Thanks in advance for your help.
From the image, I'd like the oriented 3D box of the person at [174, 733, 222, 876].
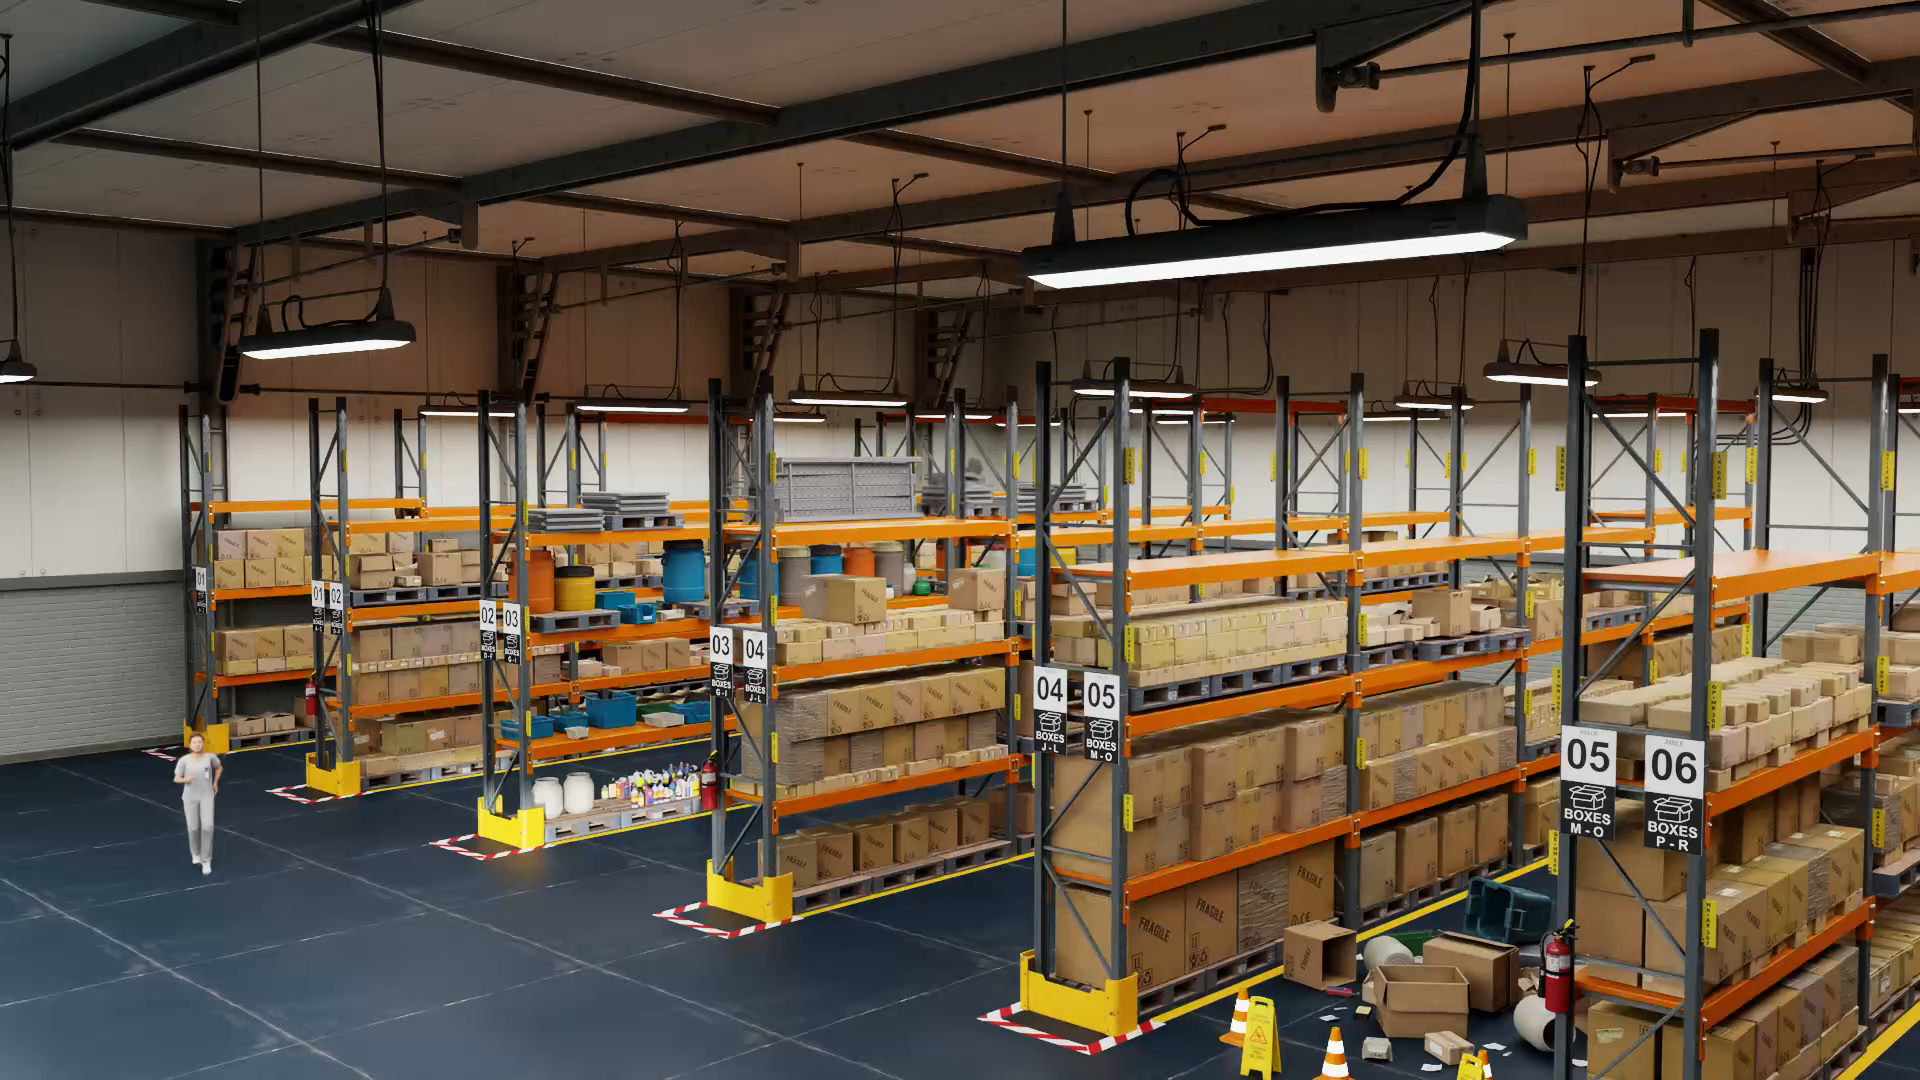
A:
[{"bbox_3d":[-9.414,3.234,20.566,0.549,1.714,0.728,-1,3,-25],"label":"person"}]
